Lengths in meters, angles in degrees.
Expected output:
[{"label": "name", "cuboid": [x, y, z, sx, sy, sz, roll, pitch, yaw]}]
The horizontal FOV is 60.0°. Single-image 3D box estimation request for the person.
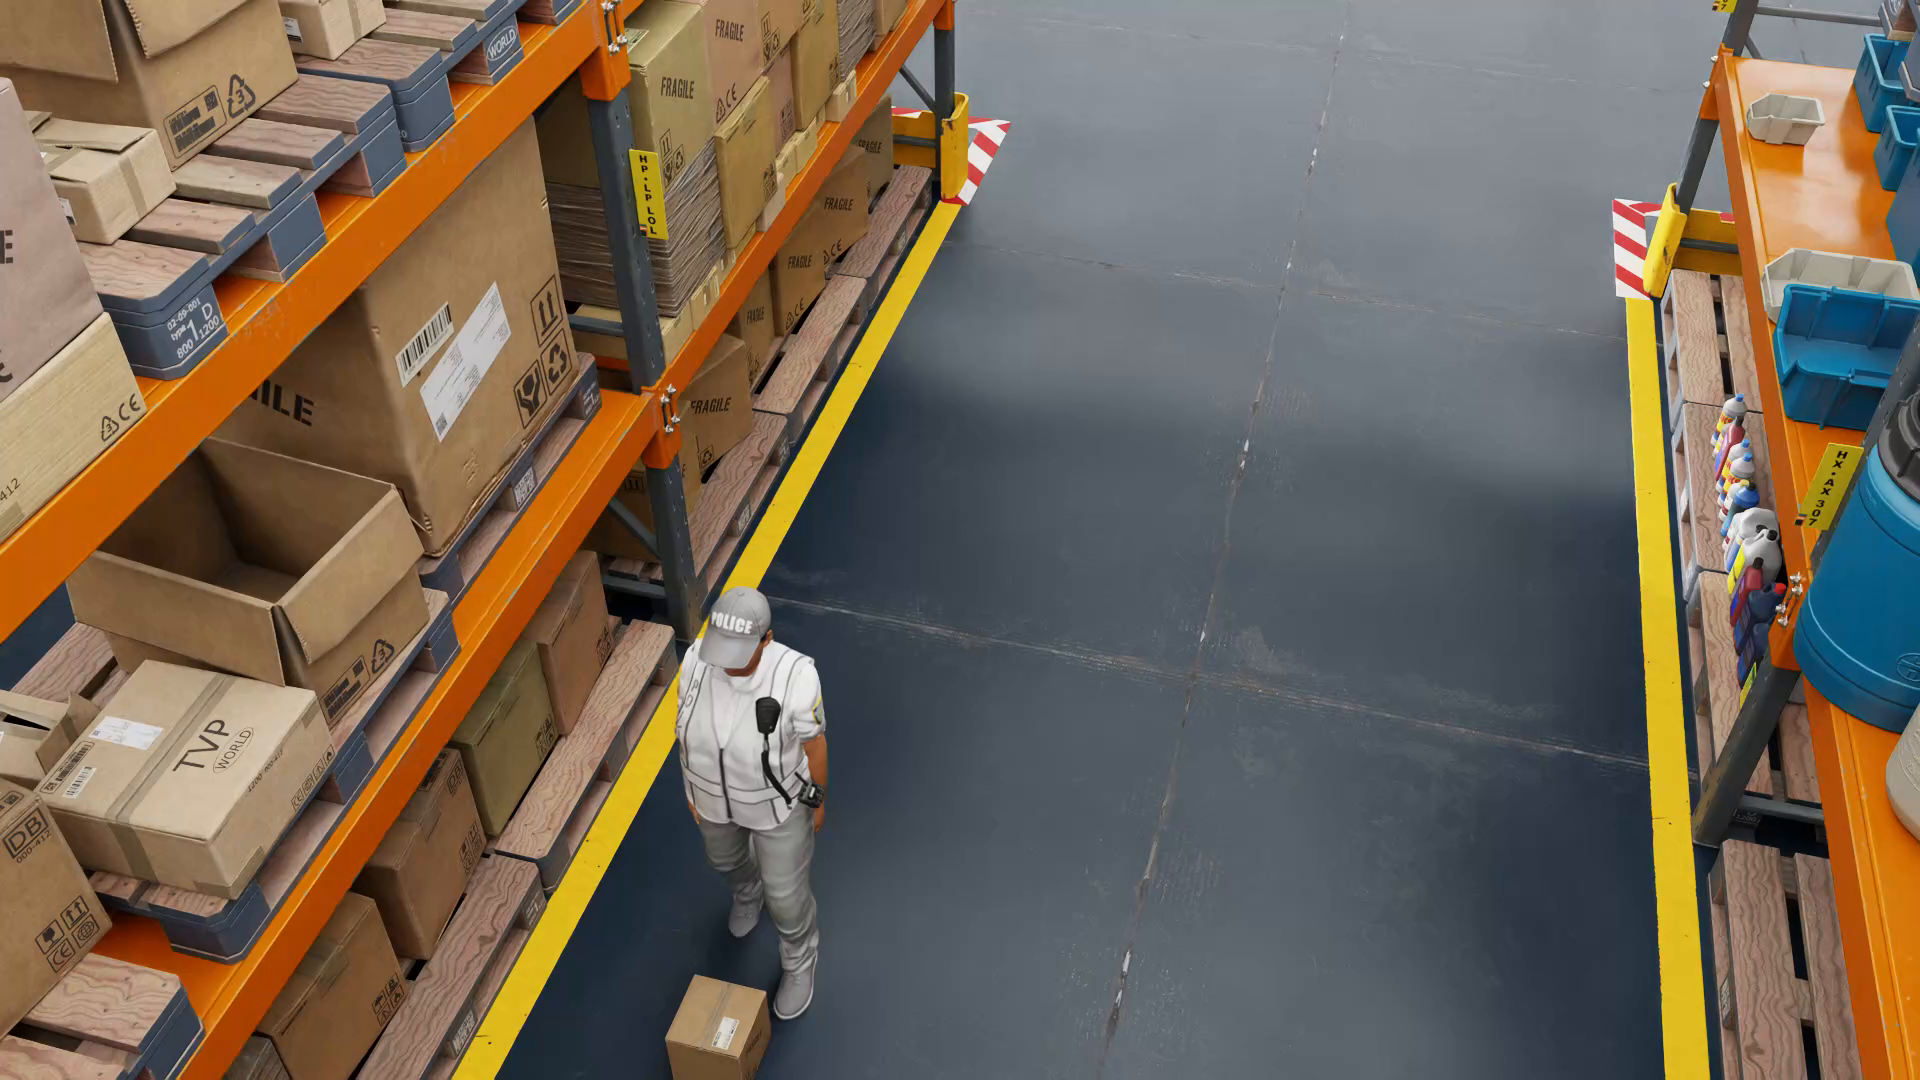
[{"label": "person", "cuboid": [-0.652, 0.816, 5.270, 0.477, 1.698, 0.534, 11, 42, 12]}]
